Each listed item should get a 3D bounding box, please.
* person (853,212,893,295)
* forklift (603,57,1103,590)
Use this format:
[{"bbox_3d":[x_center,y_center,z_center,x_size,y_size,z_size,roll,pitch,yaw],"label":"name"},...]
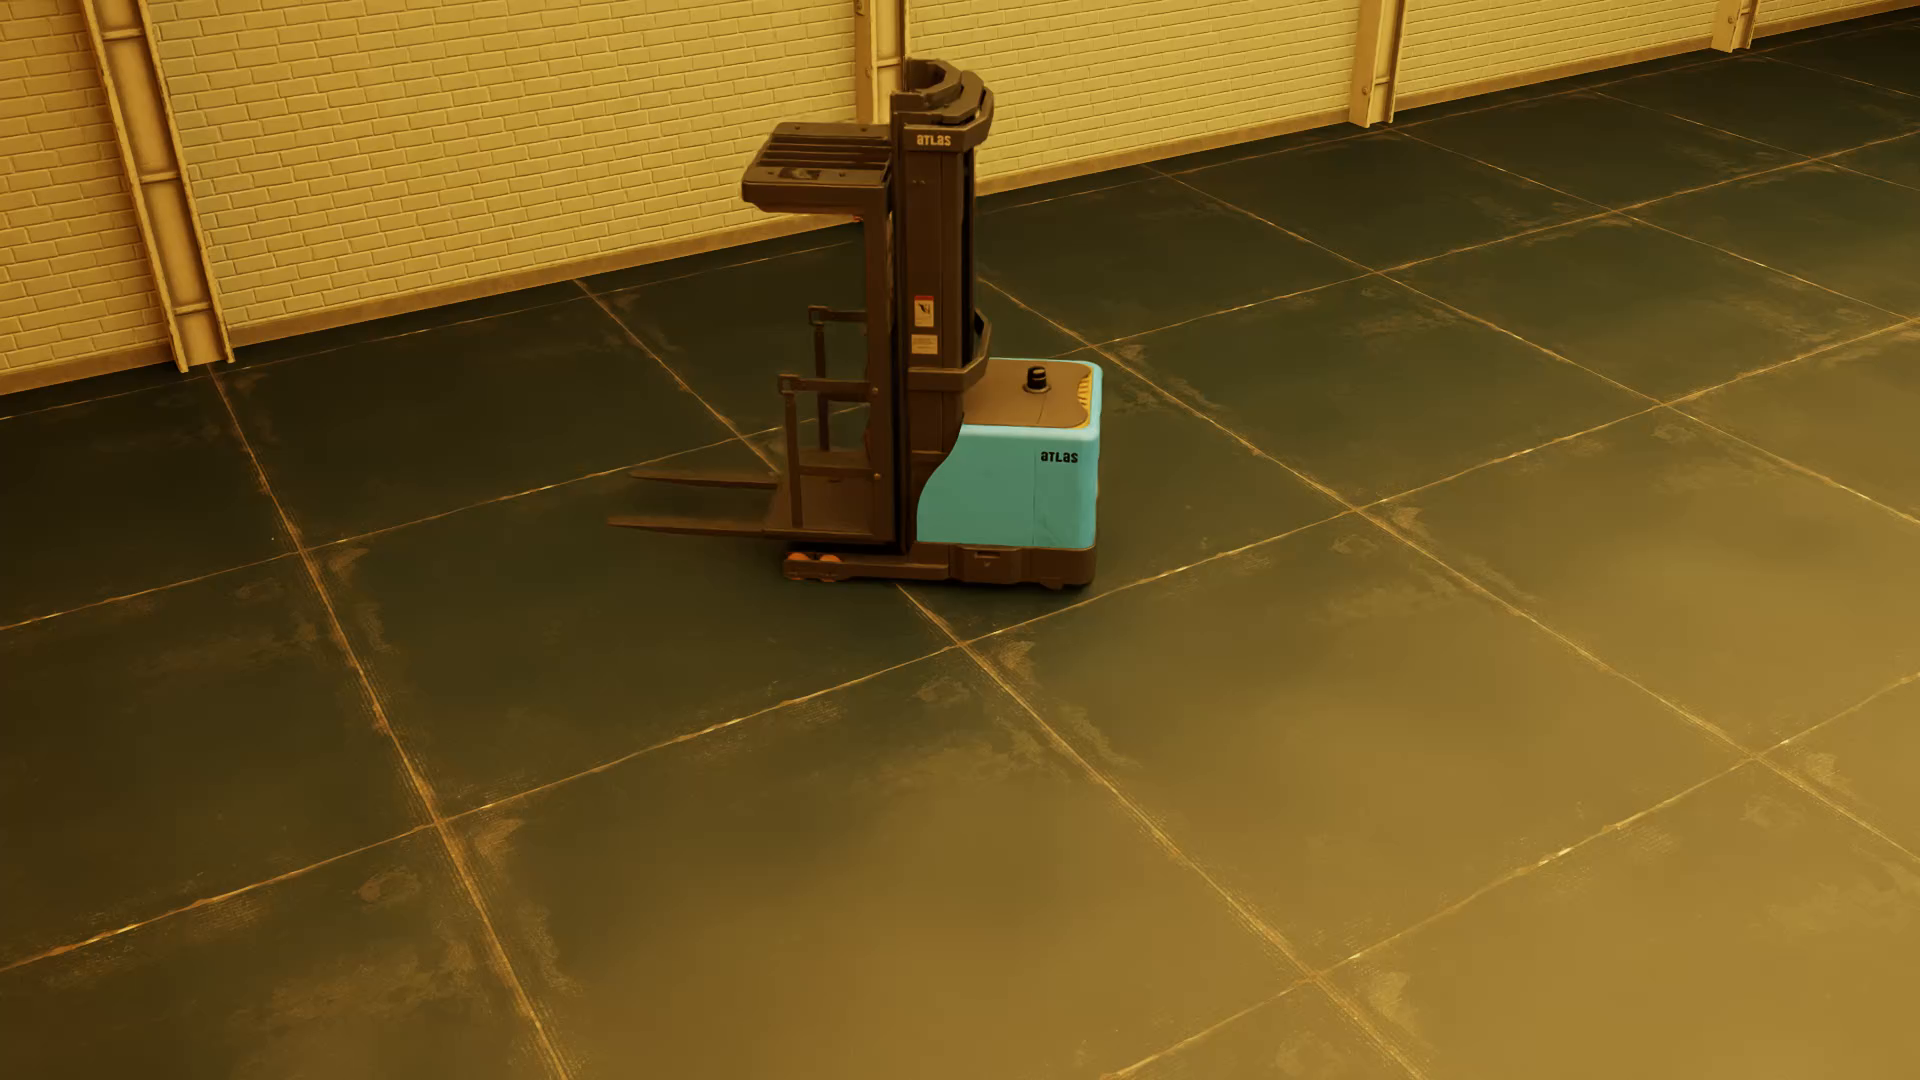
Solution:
[{"bbox_3d":[-0.465,-2.573,13.281,0.813,1.641,0.444,5,31,8],"label":"person"},{"bbox_3d":[-0.659,-1.267,9.763,3.031,2.935,1.130,3,31,5],"label":"forklift"}]
